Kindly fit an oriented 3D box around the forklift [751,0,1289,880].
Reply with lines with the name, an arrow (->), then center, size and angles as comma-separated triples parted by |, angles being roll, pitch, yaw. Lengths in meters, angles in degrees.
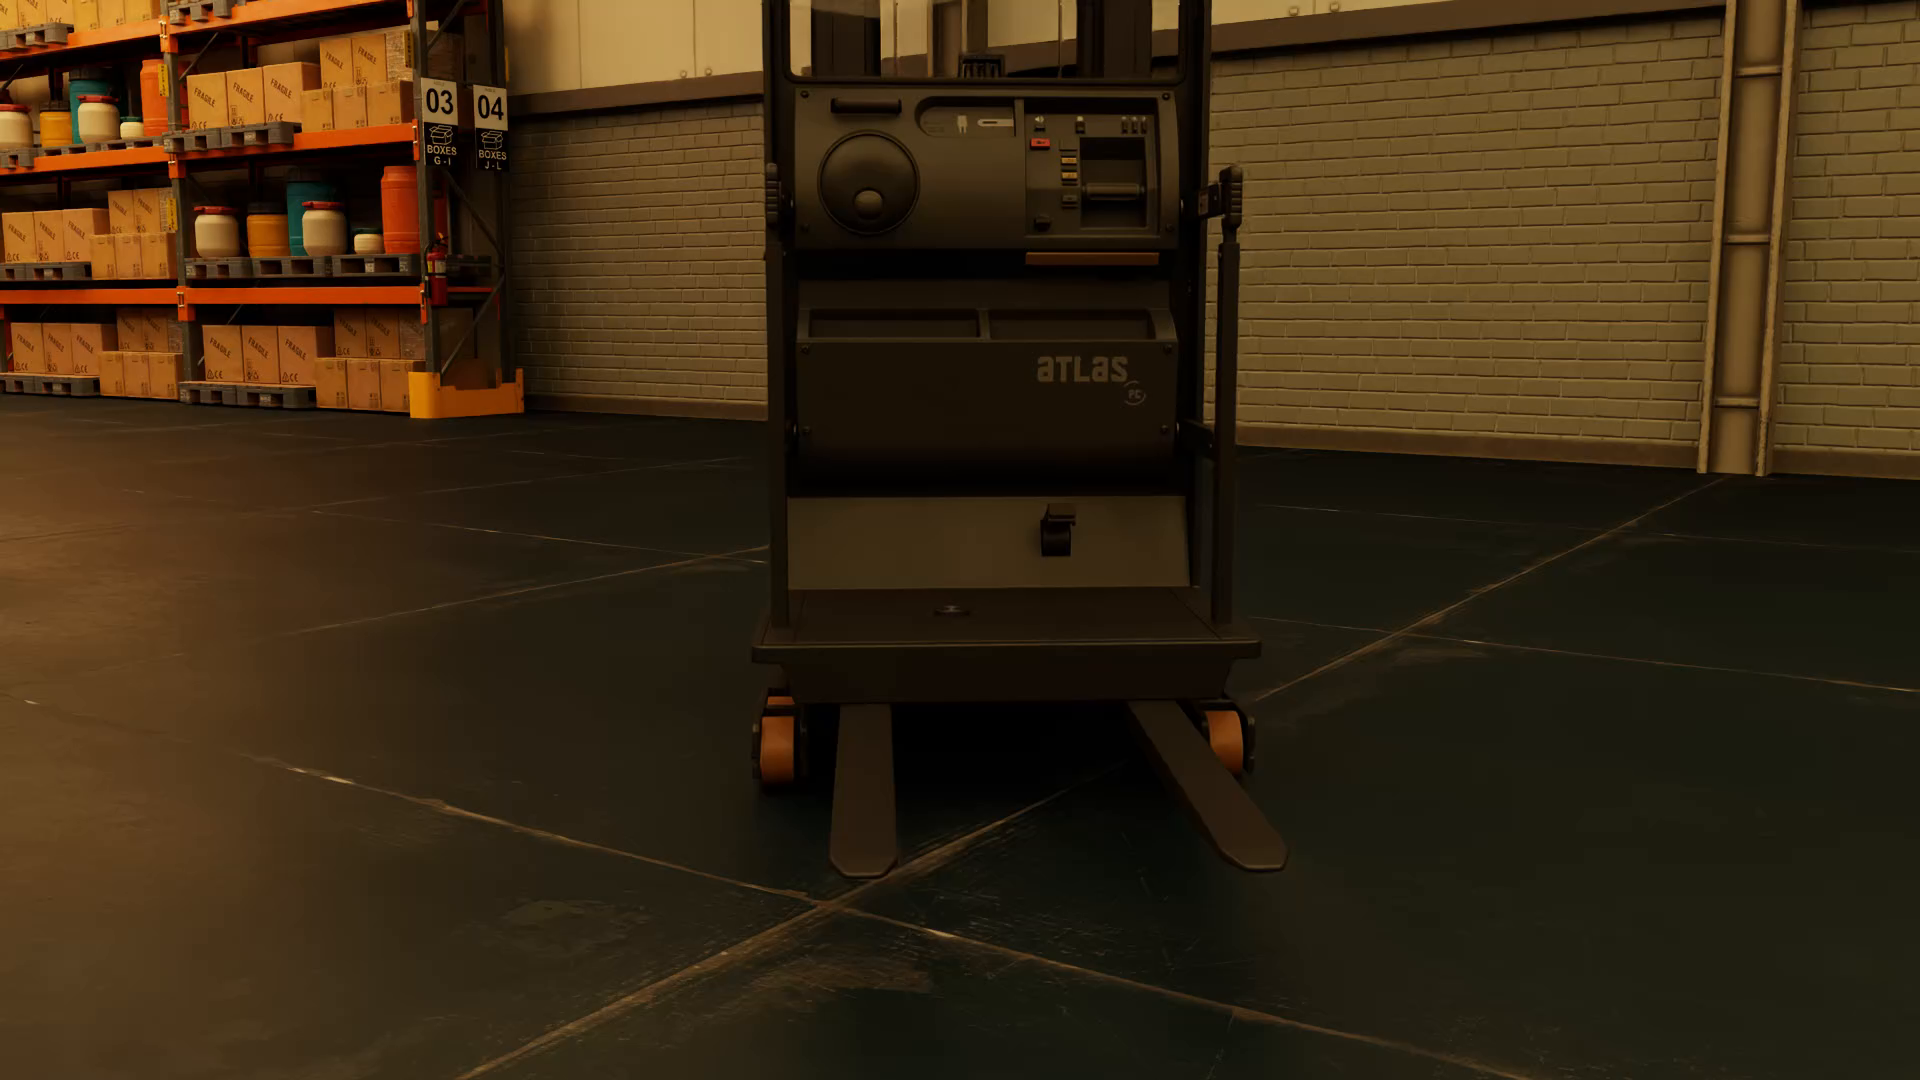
forklift -> 0.079, -0.944, 3.828 | 1.130, 2.935, 3.031 | 0, 8, -3
